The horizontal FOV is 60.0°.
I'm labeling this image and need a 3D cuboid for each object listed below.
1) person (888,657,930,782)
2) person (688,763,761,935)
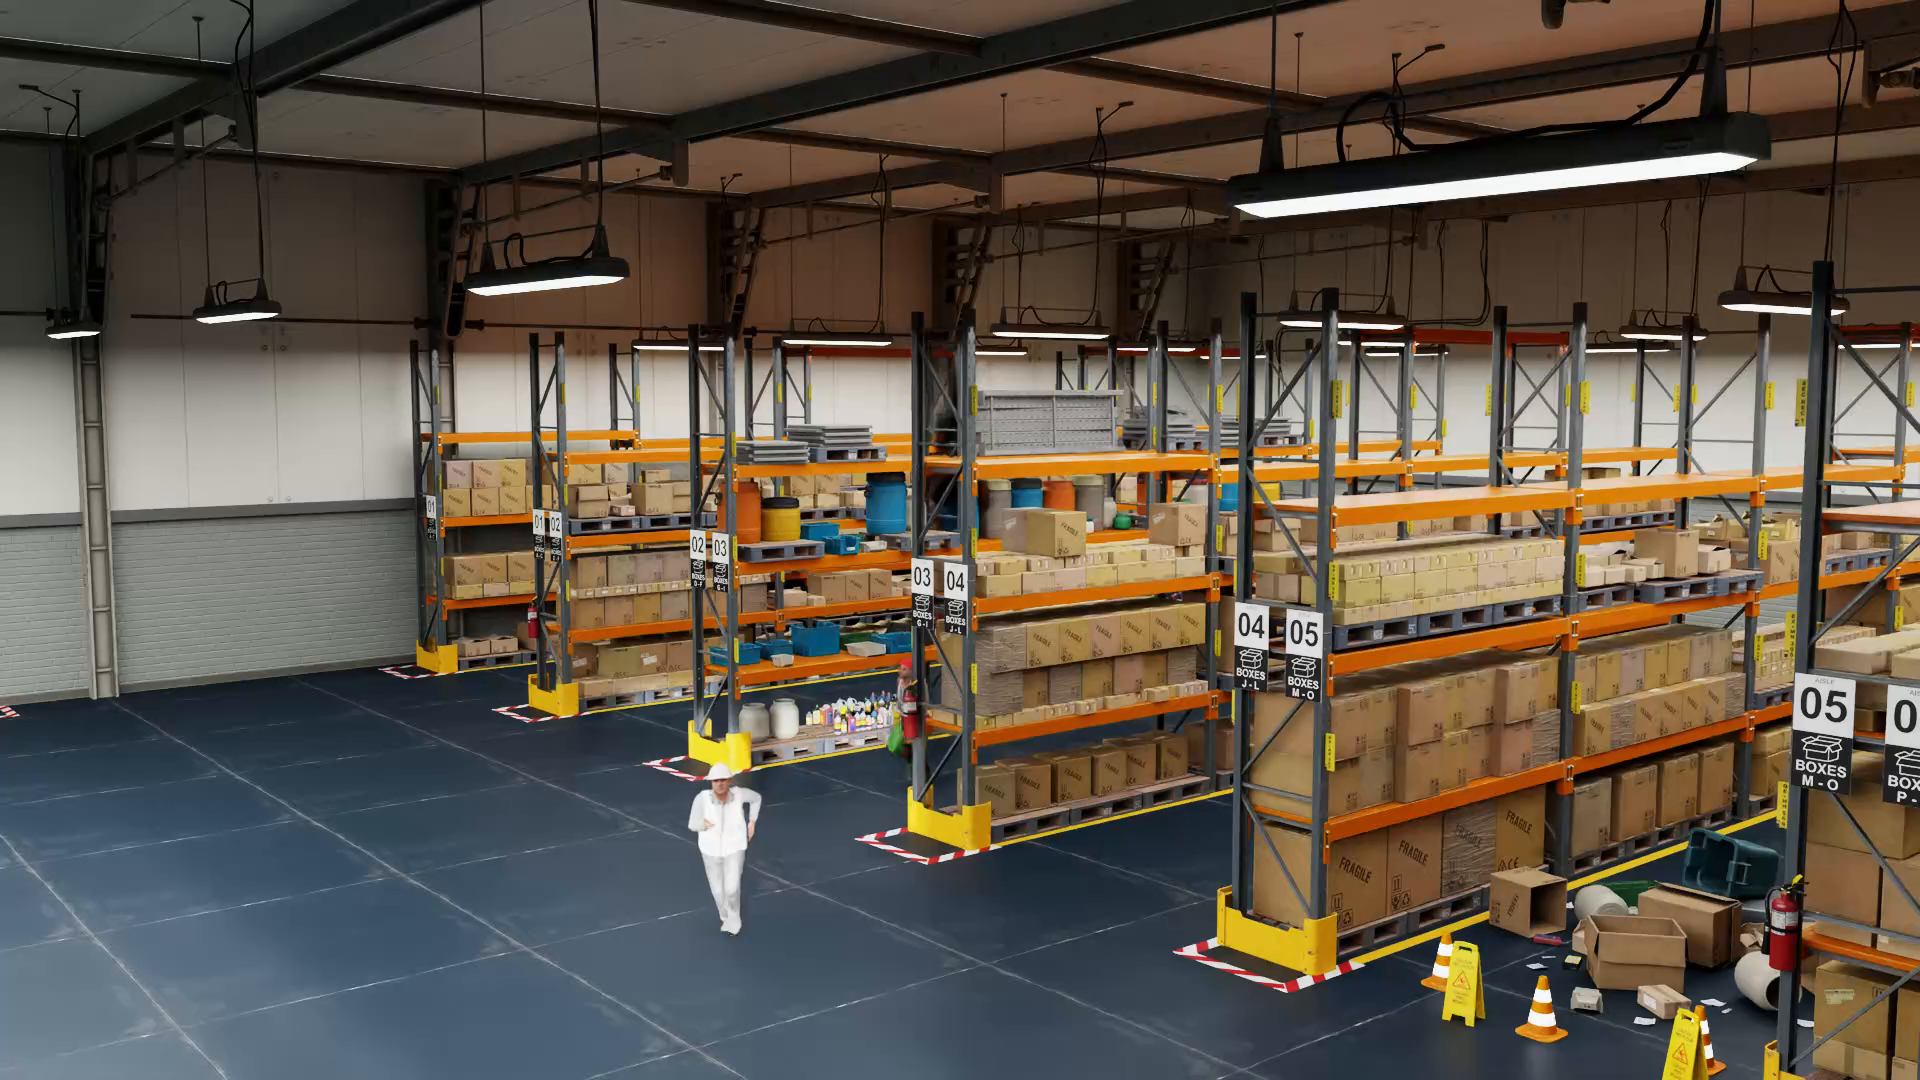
[{"bbox_3d":[-0.628,2.318,21.263,0.618,1.686,0.768,4,7,37],"label":"person"},{"bbox_3d":[-2.192,2.871,15.409,0.609,1.696,0.855,0,5,0],"label":"person"}]
